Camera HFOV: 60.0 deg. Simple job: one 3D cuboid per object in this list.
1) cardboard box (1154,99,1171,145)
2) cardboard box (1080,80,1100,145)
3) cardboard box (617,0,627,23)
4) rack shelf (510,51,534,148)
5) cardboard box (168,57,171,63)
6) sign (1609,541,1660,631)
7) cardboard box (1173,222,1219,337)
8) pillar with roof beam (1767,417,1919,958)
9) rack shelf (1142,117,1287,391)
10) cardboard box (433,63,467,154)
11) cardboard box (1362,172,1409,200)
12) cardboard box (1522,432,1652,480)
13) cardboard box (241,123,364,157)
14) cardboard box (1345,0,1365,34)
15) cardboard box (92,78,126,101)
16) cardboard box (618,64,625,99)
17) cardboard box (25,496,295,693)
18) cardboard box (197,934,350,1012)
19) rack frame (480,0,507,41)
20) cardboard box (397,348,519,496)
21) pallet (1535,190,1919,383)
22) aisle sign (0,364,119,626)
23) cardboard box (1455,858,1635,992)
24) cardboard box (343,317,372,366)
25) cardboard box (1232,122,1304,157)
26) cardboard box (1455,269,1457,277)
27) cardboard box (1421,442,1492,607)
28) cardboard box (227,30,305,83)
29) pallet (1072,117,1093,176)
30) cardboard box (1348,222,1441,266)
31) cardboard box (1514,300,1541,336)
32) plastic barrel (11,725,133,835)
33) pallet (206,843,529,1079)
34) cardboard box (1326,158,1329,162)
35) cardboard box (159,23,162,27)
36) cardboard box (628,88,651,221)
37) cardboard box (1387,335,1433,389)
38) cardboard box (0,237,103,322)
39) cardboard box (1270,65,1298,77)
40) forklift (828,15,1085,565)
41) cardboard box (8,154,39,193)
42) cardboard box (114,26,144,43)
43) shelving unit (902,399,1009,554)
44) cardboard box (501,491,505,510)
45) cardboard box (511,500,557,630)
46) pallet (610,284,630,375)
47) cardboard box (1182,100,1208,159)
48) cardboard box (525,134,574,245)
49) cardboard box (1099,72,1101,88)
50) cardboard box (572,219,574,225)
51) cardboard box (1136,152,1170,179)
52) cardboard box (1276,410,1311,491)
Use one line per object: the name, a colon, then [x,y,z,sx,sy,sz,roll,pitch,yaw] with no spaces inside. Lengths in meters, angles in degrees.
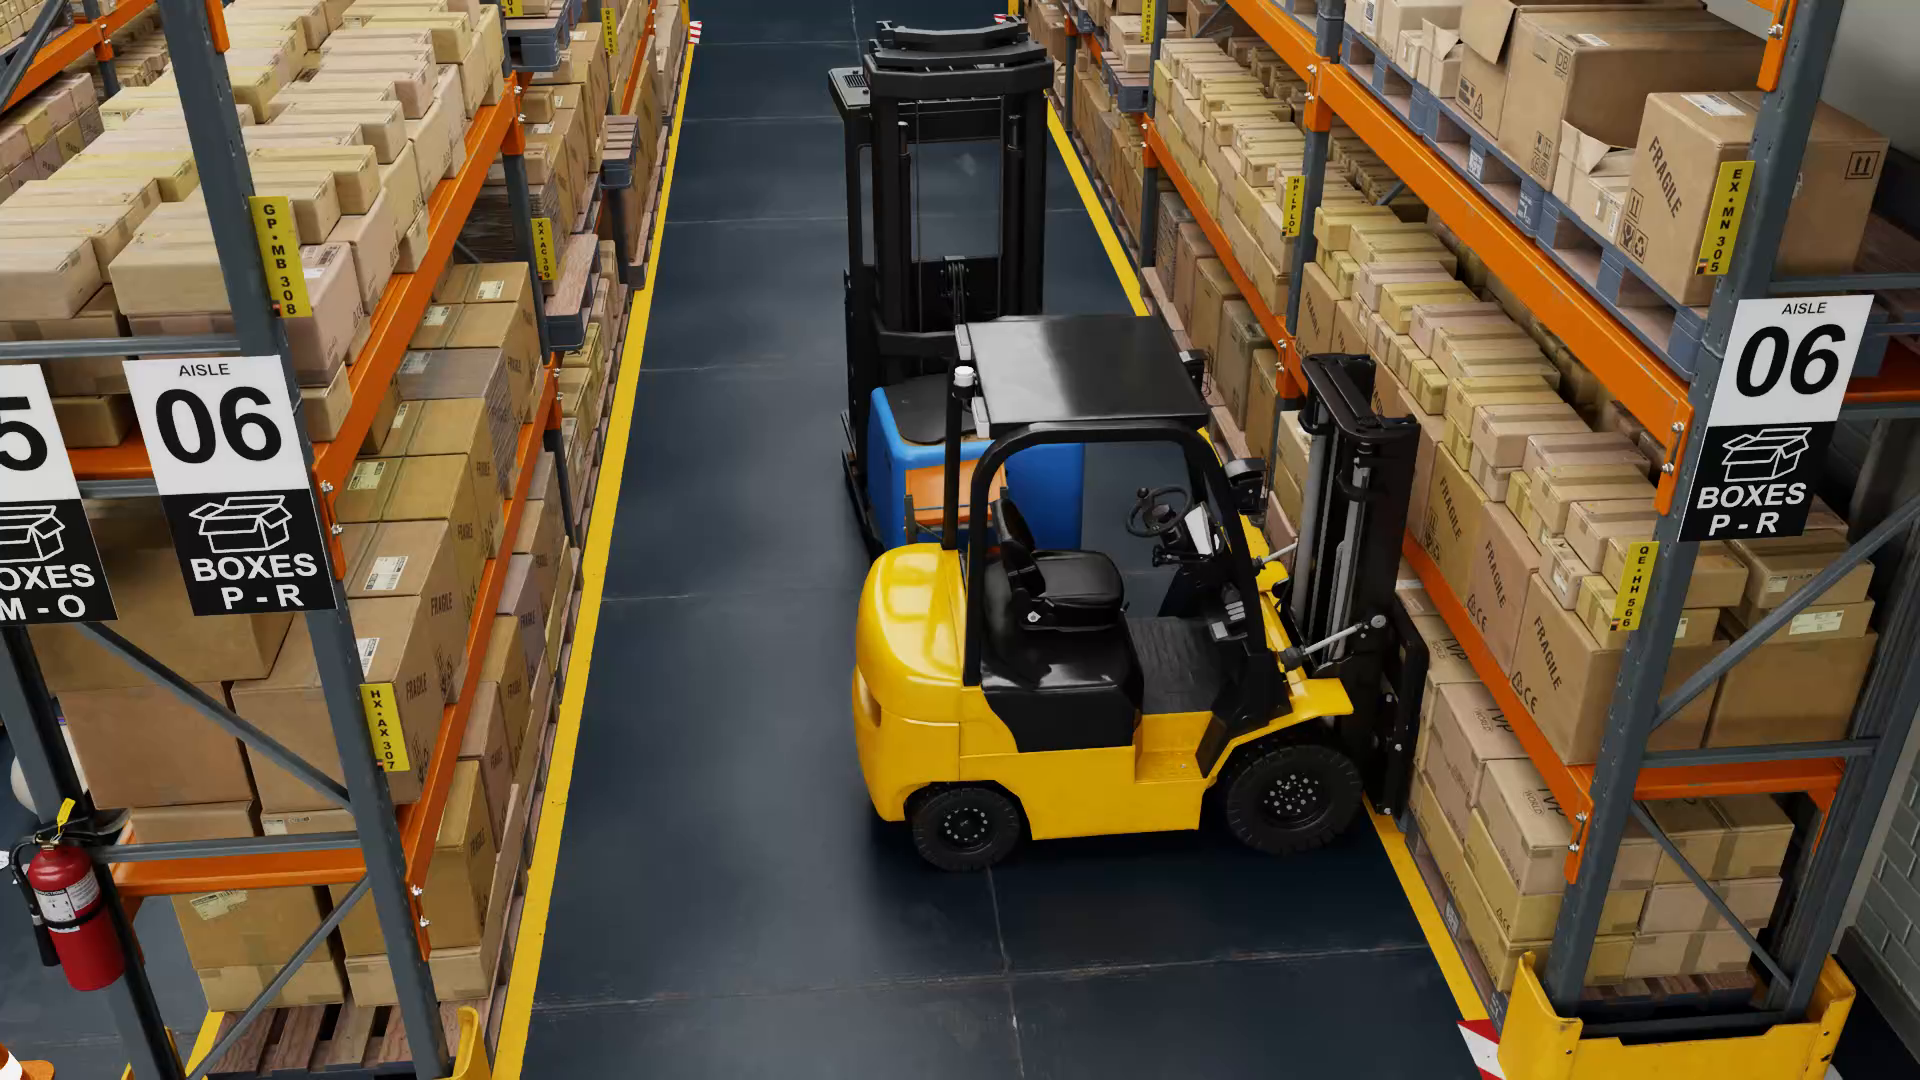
cardboard box: [1.711,-3.055,12.085,0.500,0.250,0.500,-3,31,-4]
cardboard box: [1.420,-3.978,15.512,0.500,0.500,0.500,-3,31,-5]
cardboard box: [-2.921,-4.371,13.070,0.500,0.500,0.500,-2,31,-3]
rack shelf: [-2.842,-3.075,9.750,1.077,0.370,4.000,-3,31,-5]
cardboard box: [-8.194,-4.815,16.966,0.380,0.149,0.250,-3,31,-5]
sign: [2.118,0.147,5.218,0.100,0.325,0.005,-3,31,-5]
cardboard box: [2.026,-1.866,11.855,0.875,0.625,0.625,-2,31,-3]
pillar with roof beam: [-0.794,-2.041,4.391,9.100,9.000,0.400,-3,31,-5]
rack shelf: [2.099,-2.027,10.921,1.077,0.370,4.000,-3,31,-5]
cardboard box: [-2.265,-1.695,6.594,0.500,0.250,0.500,-3,31,-5]
cardboard box: [2.494,-1.966,9.386,0.380,0.149,0.250,-4,31,-6]
cardboard box: [2.362,-0.282,6.277,0.380,0.149,0.250,-3,31,-4]
cardboard box: [-2.181,-1.259,5.474,0.380,0.149,0.250,-3,31,-5]
cardboard box: [2.026,-2.475,7.781,0.380,0.149,0.250,-2,31,-4]
cardboard box: [-8.148,-4.269,15.762,0.380,0.149,0.250,-2,31,-3]
cardboard box: [-2.890,-3.576,12.959,0.500,0.250,0.500,-4,31,-6]
cardboard box: [-2.547,0.117,5.267,0.700,0.500,0.500,-3,31,-6]
cardboard box: [-2.627,1.555,6.494,0.500,0.250,0.500,-3,31,-5]
rack frame: [-2.655,-3.651,7.087,1.000,3.000,0.127,-3,31,-5]
cardboard box: [-2.258,-0.504,7.281,0.500,0.500,0.500,-2,31,-3]
pallet: [2.620,-0.885,5.468,1.003,0.211,1.213,-3,31,-5]
aisle sign: [-2.565,-0.104,4.463,0.394,0.787,0.004,-3,31,-5]
cardboard box: [2.302,1.502,6.581,0.500,0.250,0.500,-3,31,-4]
cardboard box: [-2.094,-0.665,5.258,0.380,0.149,0.250,-2,31,-3]
cardboard box: [1.884,-2.451,10.199,0.380,0.149,0.250,-2,31,-4]
cardboard box: [2.630,-1.359,8.369,0.380,0.149,0.250,-4,31,-6]
cardboard box: [2.265,-0.081,6.864,0.500,0.500,0.500,-3,31,-6]
cardboard box: [-2.810,-1.895,6.540,0.380,0.149,0.250,-4,31,-6]
pallet: [1.652,-3.789,15.888,1.003,0.211,1.213,-3,31,-5]
cardboard box: [2.153,-1.459,8.247,0.380,0.149,0.250,-2,31,-4]
cardboard box: [2.704,-0.960,7.413,0.380,0.149,0.250,-3,31,-5]
plastic barrel: [-3.982,1.091,7.511,0.512,0.421,0.421,20,36,29]
pallet: [-2.329,1.709,6.684,1.003,0.211,1.213,-3,31,-5]
cardboard box: [2.420,-2.256,10.261,0.500,0.250,0.500,-3,31,-6]
cardboard box: [-8.316,-5.475,17.781,0.380,0.149,0.250,-4,31,-7]
cardboard box: [-3.090,-3.198,13.841,0.875,0.875,0.875,-2,31,-4]
cardboard box: [2.145,-0.806,7.445,0.380,0.149,0.250,-4,31,-6]
cardboard box: [-2.607,-0.714,4.562,0.380,0.149,0.250,-2,31,-4]
cardboard box: [2.336,-3.137,11.347,0.380,0.149,0.250,-3,31,-6]
forklift: [-0.122,-1.574,9.527,1.130,2.935,3.031,-6,31,-10]
cardboard box: [-7.863,-2.828,13.587,0.500,0.500,0.500,-4,31,-6]
cardboard box: [-8.821,-5.307,17.500,0.380,0.149,0.250,-2,31,-3]
shelving unit: [0.005,-0.011,8.633,0.538,1.125,1.048,-5,31,0]
cardboard box: [-2.229,-0.167,7.350,0.380,0.149,0.250,-3,31,-5]
cardboard box: [-2.284,0.152,8.112,0.500,0.500,0.500,-2,31,-4]
pallet: [-2.958,-1.521,12.091,1.003,0.211,1.213,-3,31,-5]
cardboard box: [1.787,-2.746,11.080,0.500,0.250,0.500,-4,31,-6]
cardboard box: [-2.461,-1.935,9.268,0.500,0.500,0.500,-3,31,-4]
cardboard box: [1.485,-4.182,15.222,0.380,0.149,0.250,-3,31,-5]
cardboard box: [-2.513,-1.974,9.965,0.380,0.149,0.250,-3,31,-4]
cardboard box: [1.614,-2.983,13.214,0.380,0.149,0.250,-4,31,-7]
cardboard box: [2.019,-0.482,8.929,0.500,0.250,0.500,-3,31,-5]
